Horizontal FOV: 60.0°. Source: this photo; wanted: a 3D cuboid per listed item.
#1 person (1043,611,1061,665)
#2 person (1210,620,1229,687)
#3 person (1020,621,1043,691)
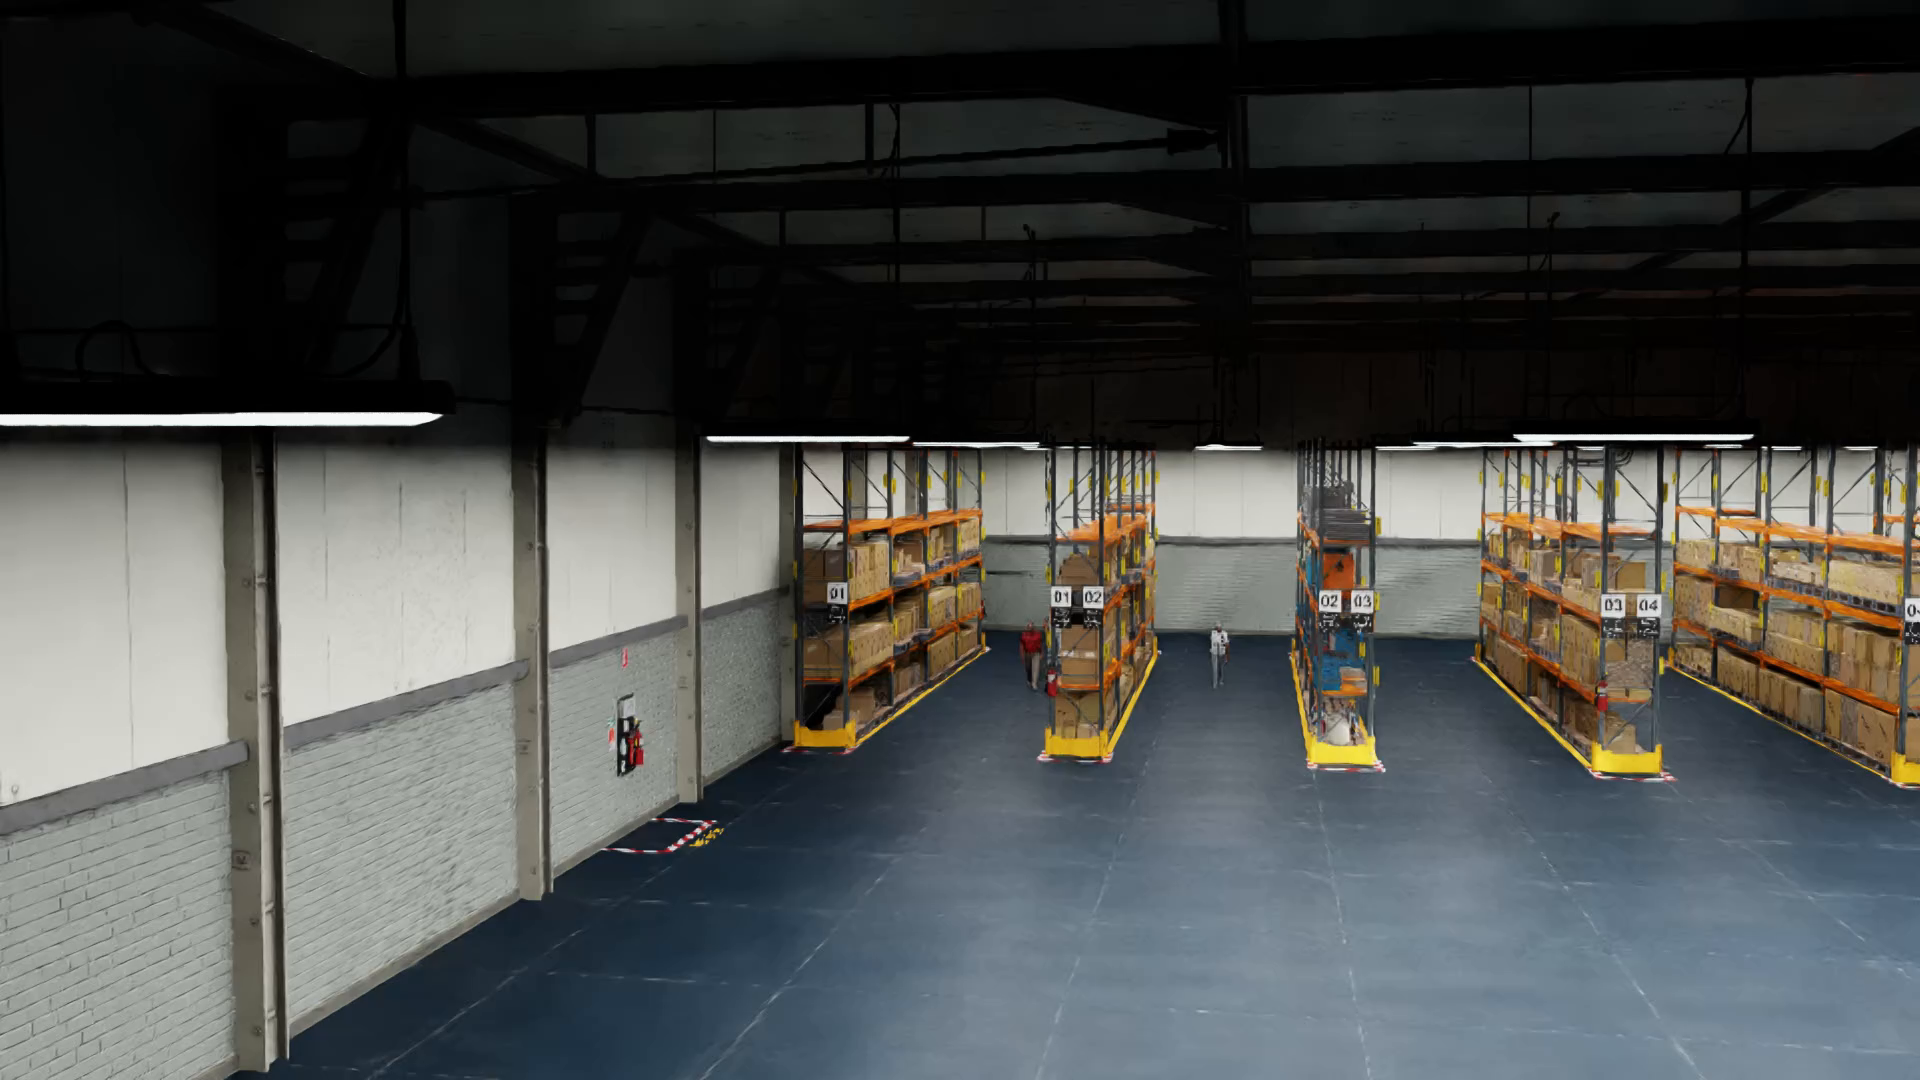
[{"bbox_3d":[2.568,2.501,44.639,0.677,1.741,0.552,0,3,8],"label":"person"},{"bbox_3d":[6.324,2.758,40.532,0.461,1.626,0.989,0,3,9],"label":"person"},{"bbox_3d":[1.702,2.766,40.017,0.542,1.645,1.109,1,3,12],"label":"person"}]
